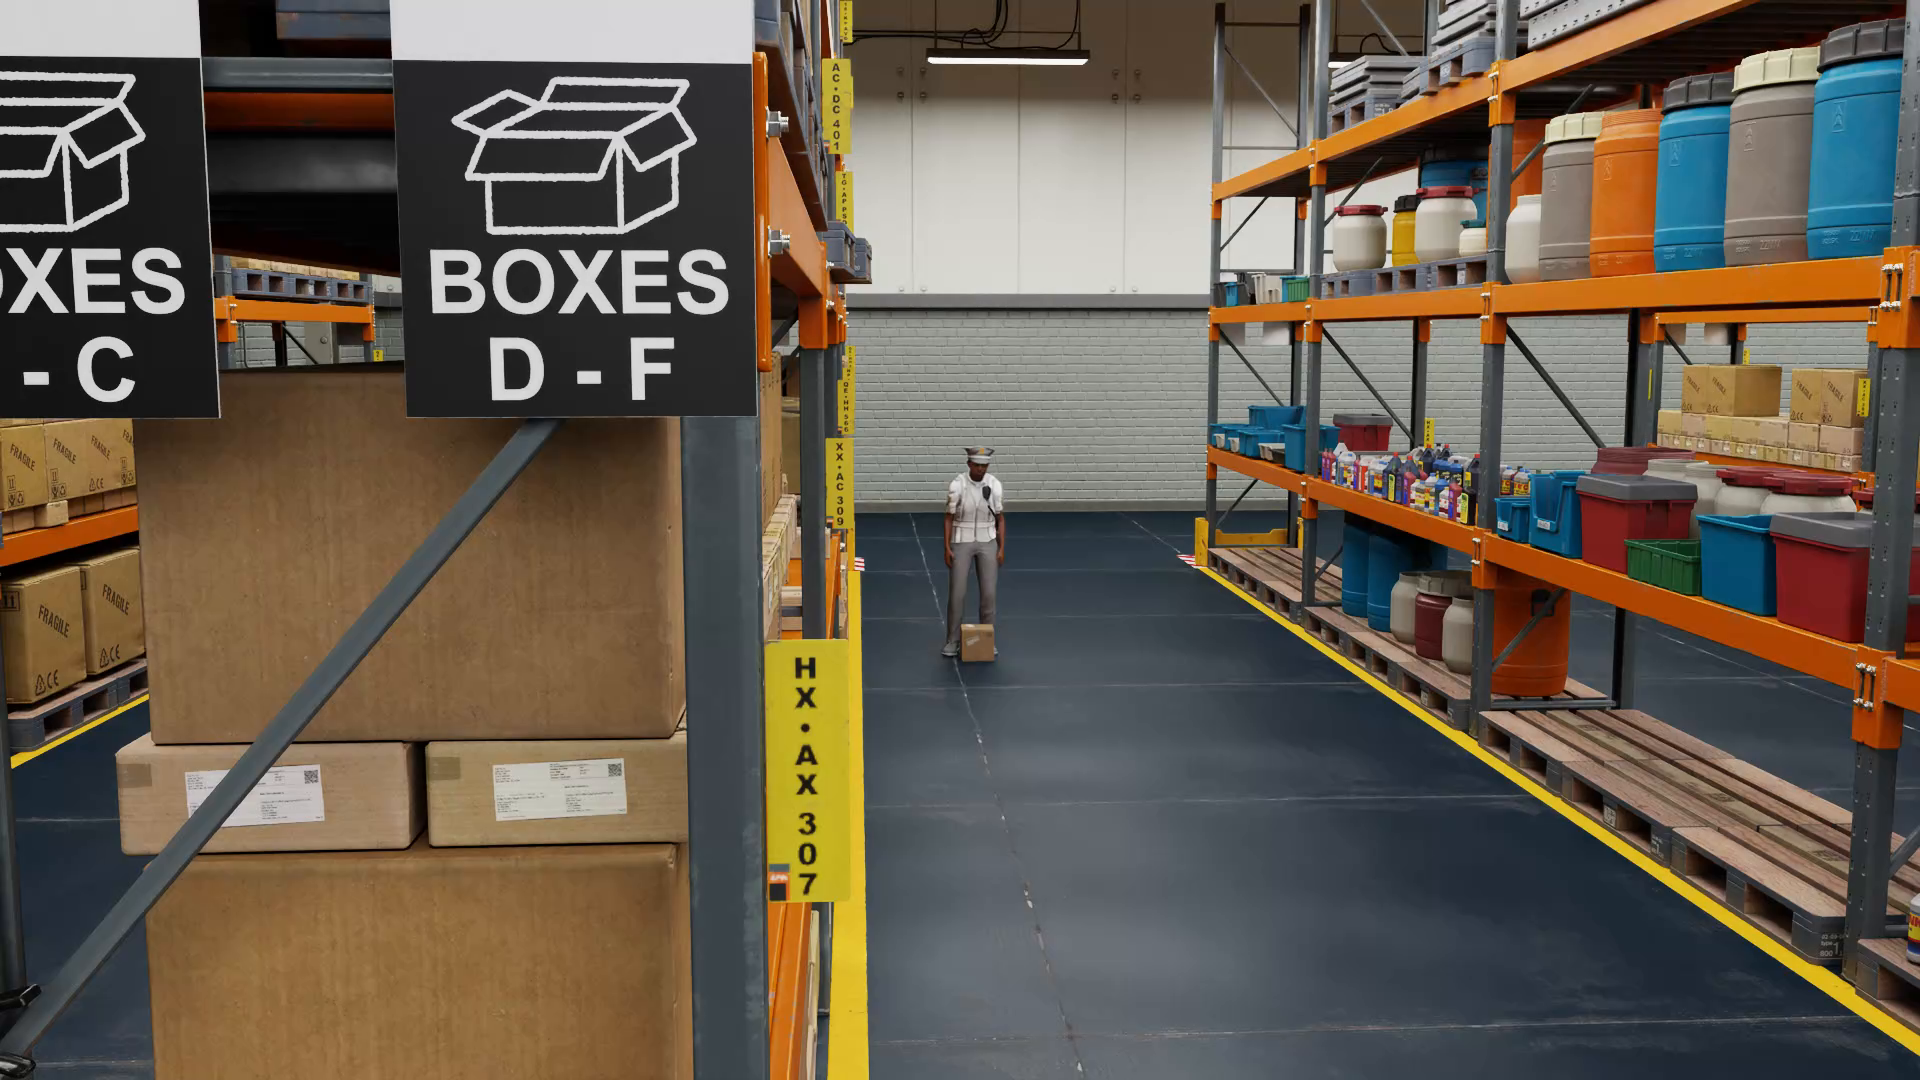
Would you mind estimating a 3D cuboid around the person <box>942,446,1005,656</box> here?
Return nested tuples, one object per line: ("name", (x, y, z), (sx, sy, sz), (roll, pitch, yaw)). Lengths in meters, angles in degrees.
("person", (0.105, 0.077, 13.133), (0.518, 1.656, 0.397), (-1, 7, -6))
